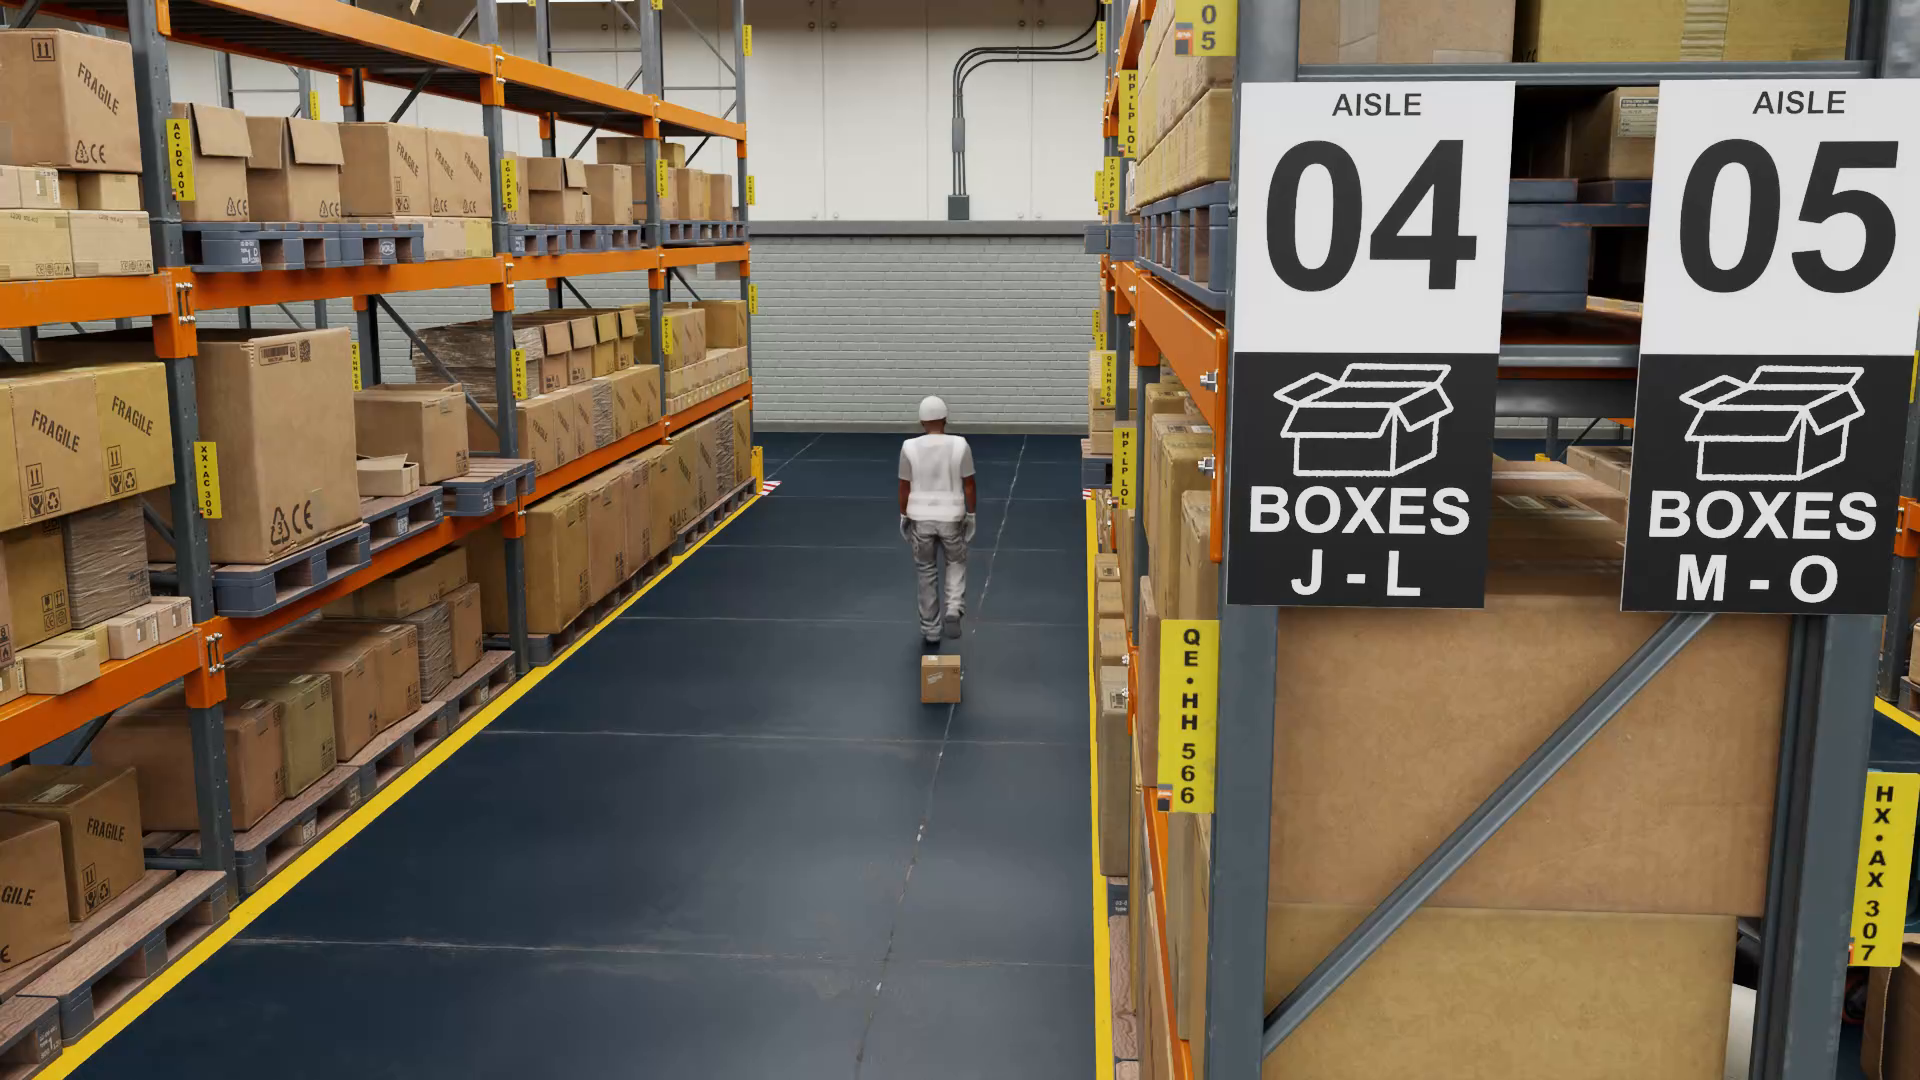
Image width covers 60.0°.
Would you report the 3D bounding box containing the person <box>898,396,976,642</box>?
[{"bbox_3d":[-0.166,-0.148,12.006,0.556,1.778,0.491,-1,11,-4],"label":"person"}]
